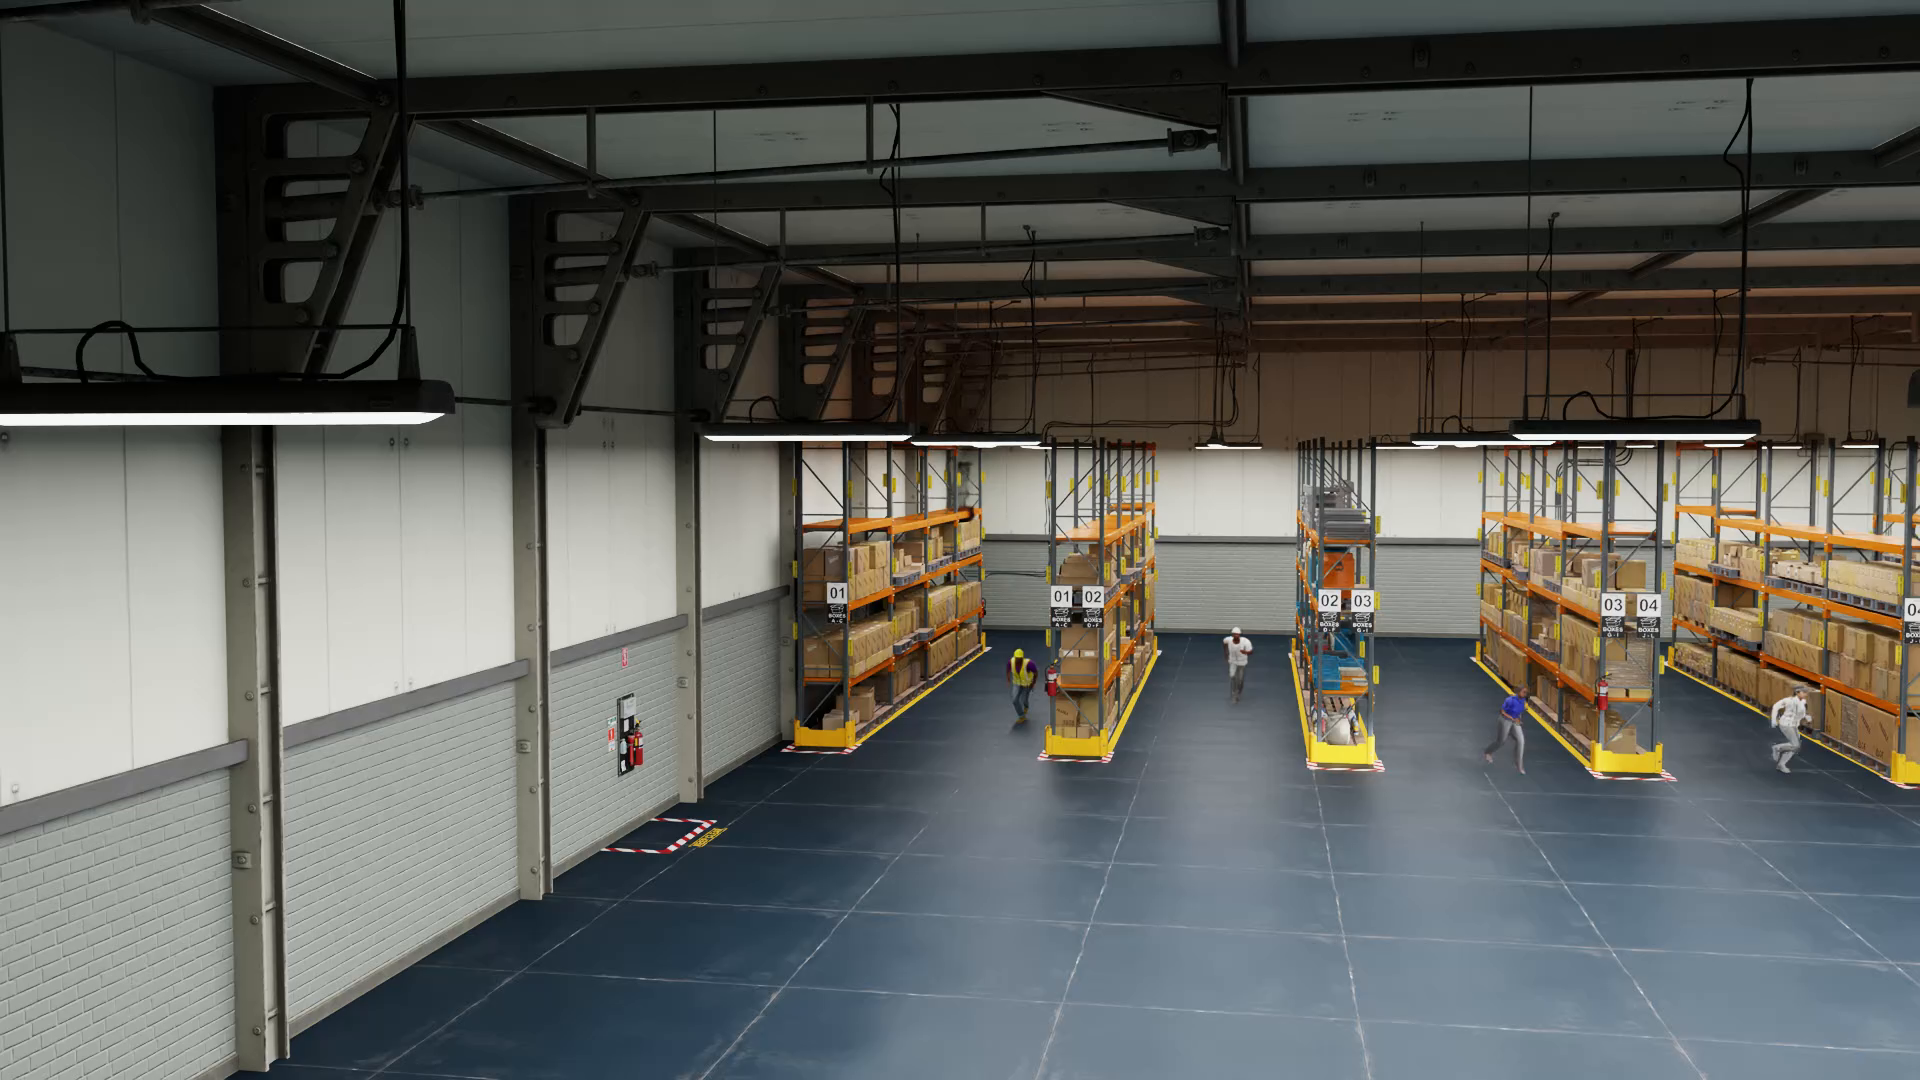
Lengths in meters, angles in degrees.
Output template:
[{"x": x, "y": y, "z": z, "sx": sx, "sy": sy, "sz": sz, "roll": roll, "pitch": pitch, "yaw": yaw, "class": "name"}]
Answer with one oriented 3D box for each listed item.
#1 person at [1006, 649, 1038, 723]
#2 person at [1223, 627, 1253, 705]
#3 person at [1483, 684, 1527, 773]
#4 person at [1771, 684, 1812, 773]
[{"x": 1.338, "y": 3.073, "z": 35.315, "sx": 0.707, "sy": 1.600, "sz": 1.071, "roll": 1, "pitch": 3, "yaw": 16, "class": "person"}, {"x": 6.351, "y": 2.857, "z": 38.013, "sx": 0.689, "sy": 1.766, "sz": 0.958, "roll": 1, "pitch": 3, "yaw": 12, "class": "person"}, {"x": 9.867, "y": 3.375, "z": 30.059, "sx": 0.615, "sy": 1.601, "sz": 0.972, "roll": -2, "pitch": 4, "yaw": -31, "class": "person"}, {"x": 14.876, "y": 3.356, "z": 29.720, "sx": 0.605, "sy": 1.616, "sz": 0.670, "roll": -2, "pitch": 3, "yaw": -30, "class": "person"}]
